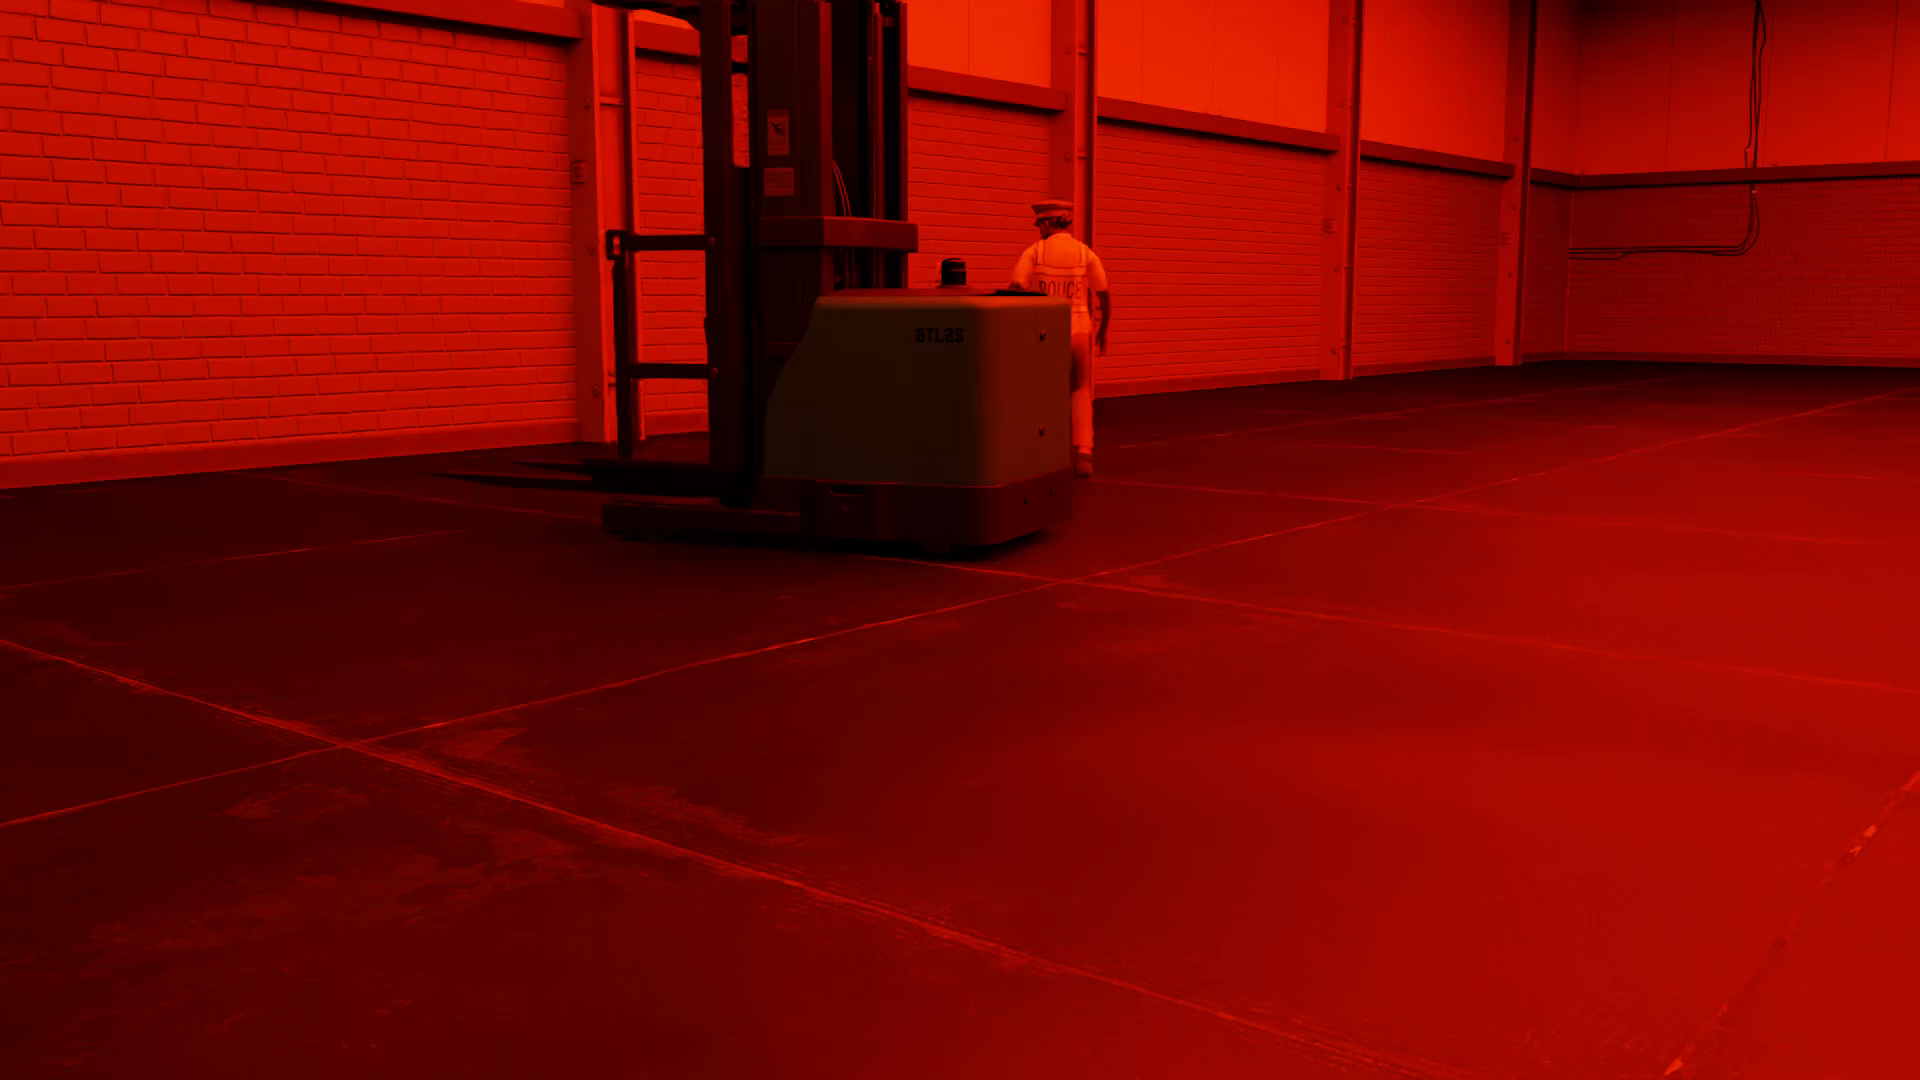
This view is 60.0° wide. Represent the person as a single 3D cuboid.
[{"bbox_3d":[0.529,-1.171,9.862,0.733,1.658,0.461,0,8,-1],"label":"person"}]

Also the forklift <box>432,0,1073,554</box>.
[{"bbox_3d":[-1.049,-1.509,7.593,3.031,2.935,1.130,4,9,24],"label":"forklift"}]
